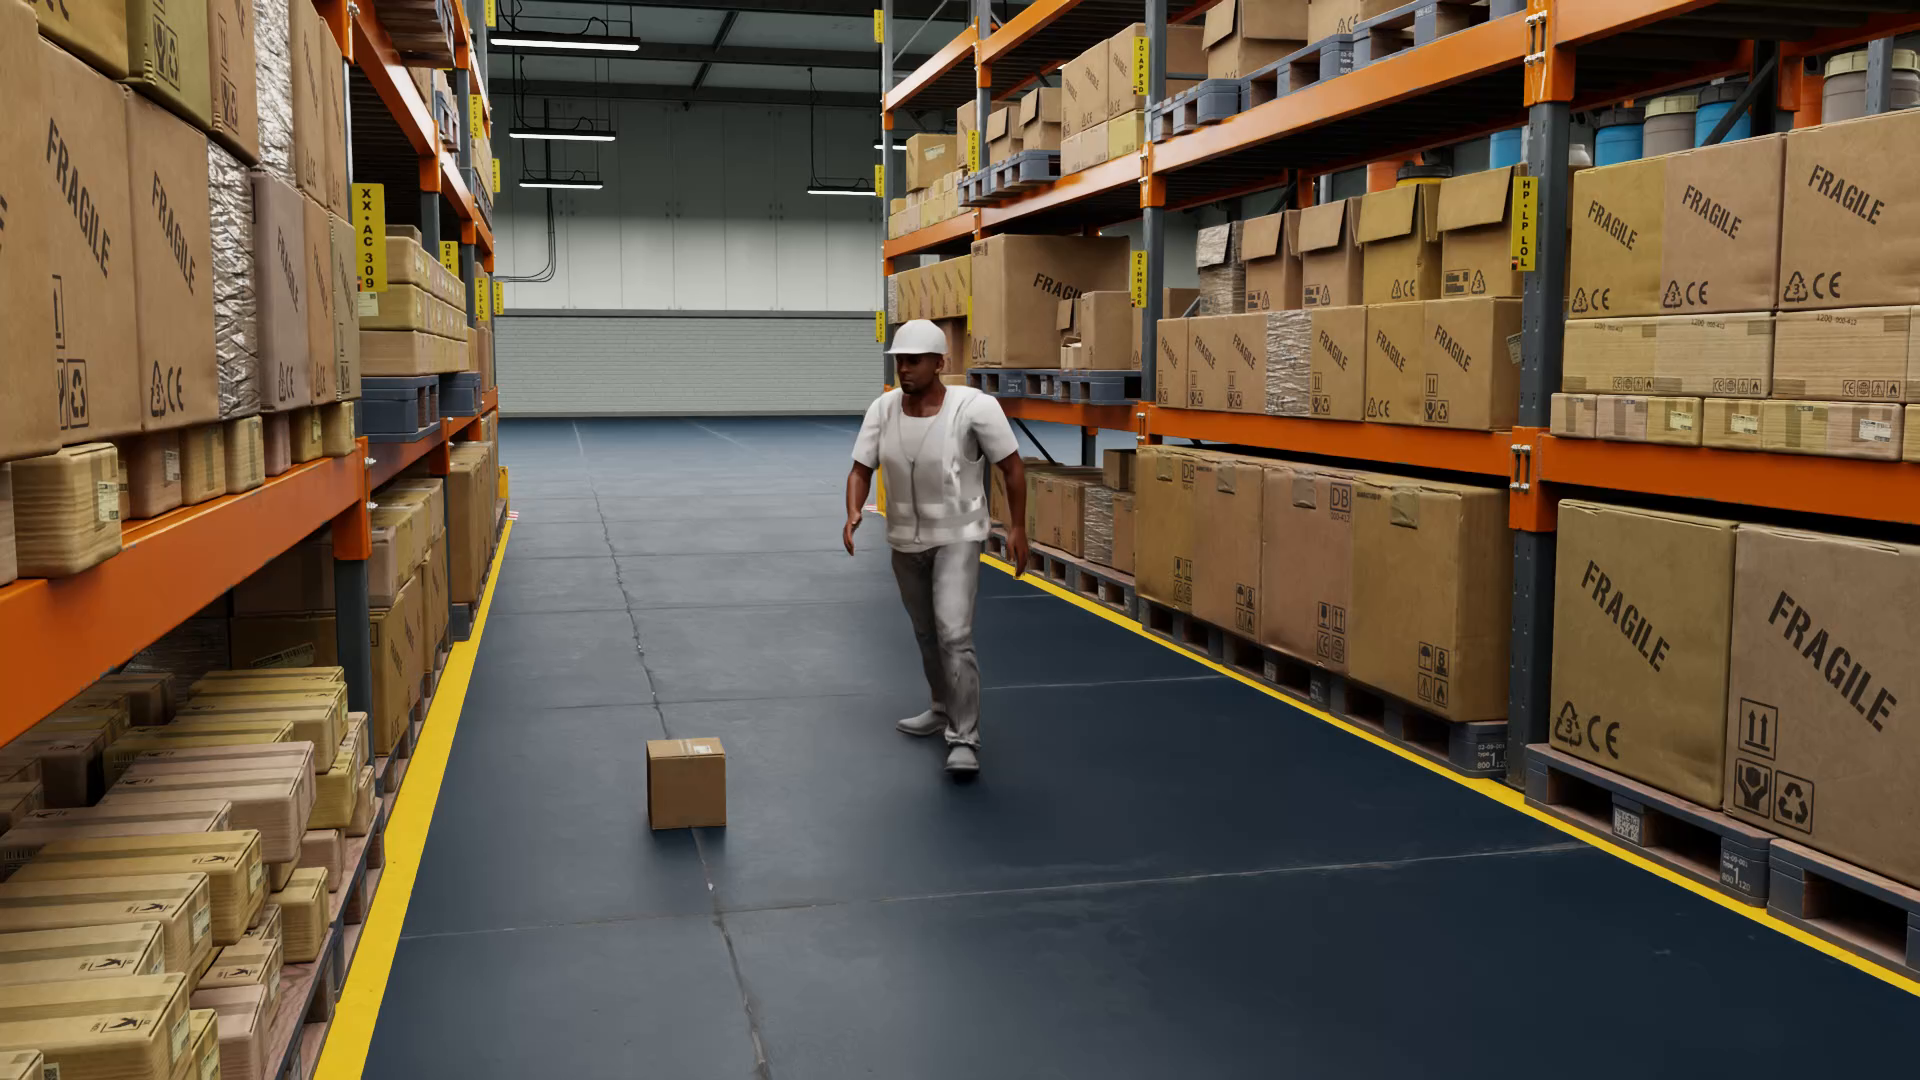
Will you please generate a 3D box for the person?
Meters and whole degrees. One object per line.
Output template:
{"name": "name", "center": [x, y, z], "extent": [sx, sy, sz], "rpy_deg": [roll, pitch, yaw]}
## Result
{"name": "person", "center": [-0.075, 0.001, 6.528], "extent": [0.702, 1.715, 0.827], "rpy_deg": [4, 7, 30]}
